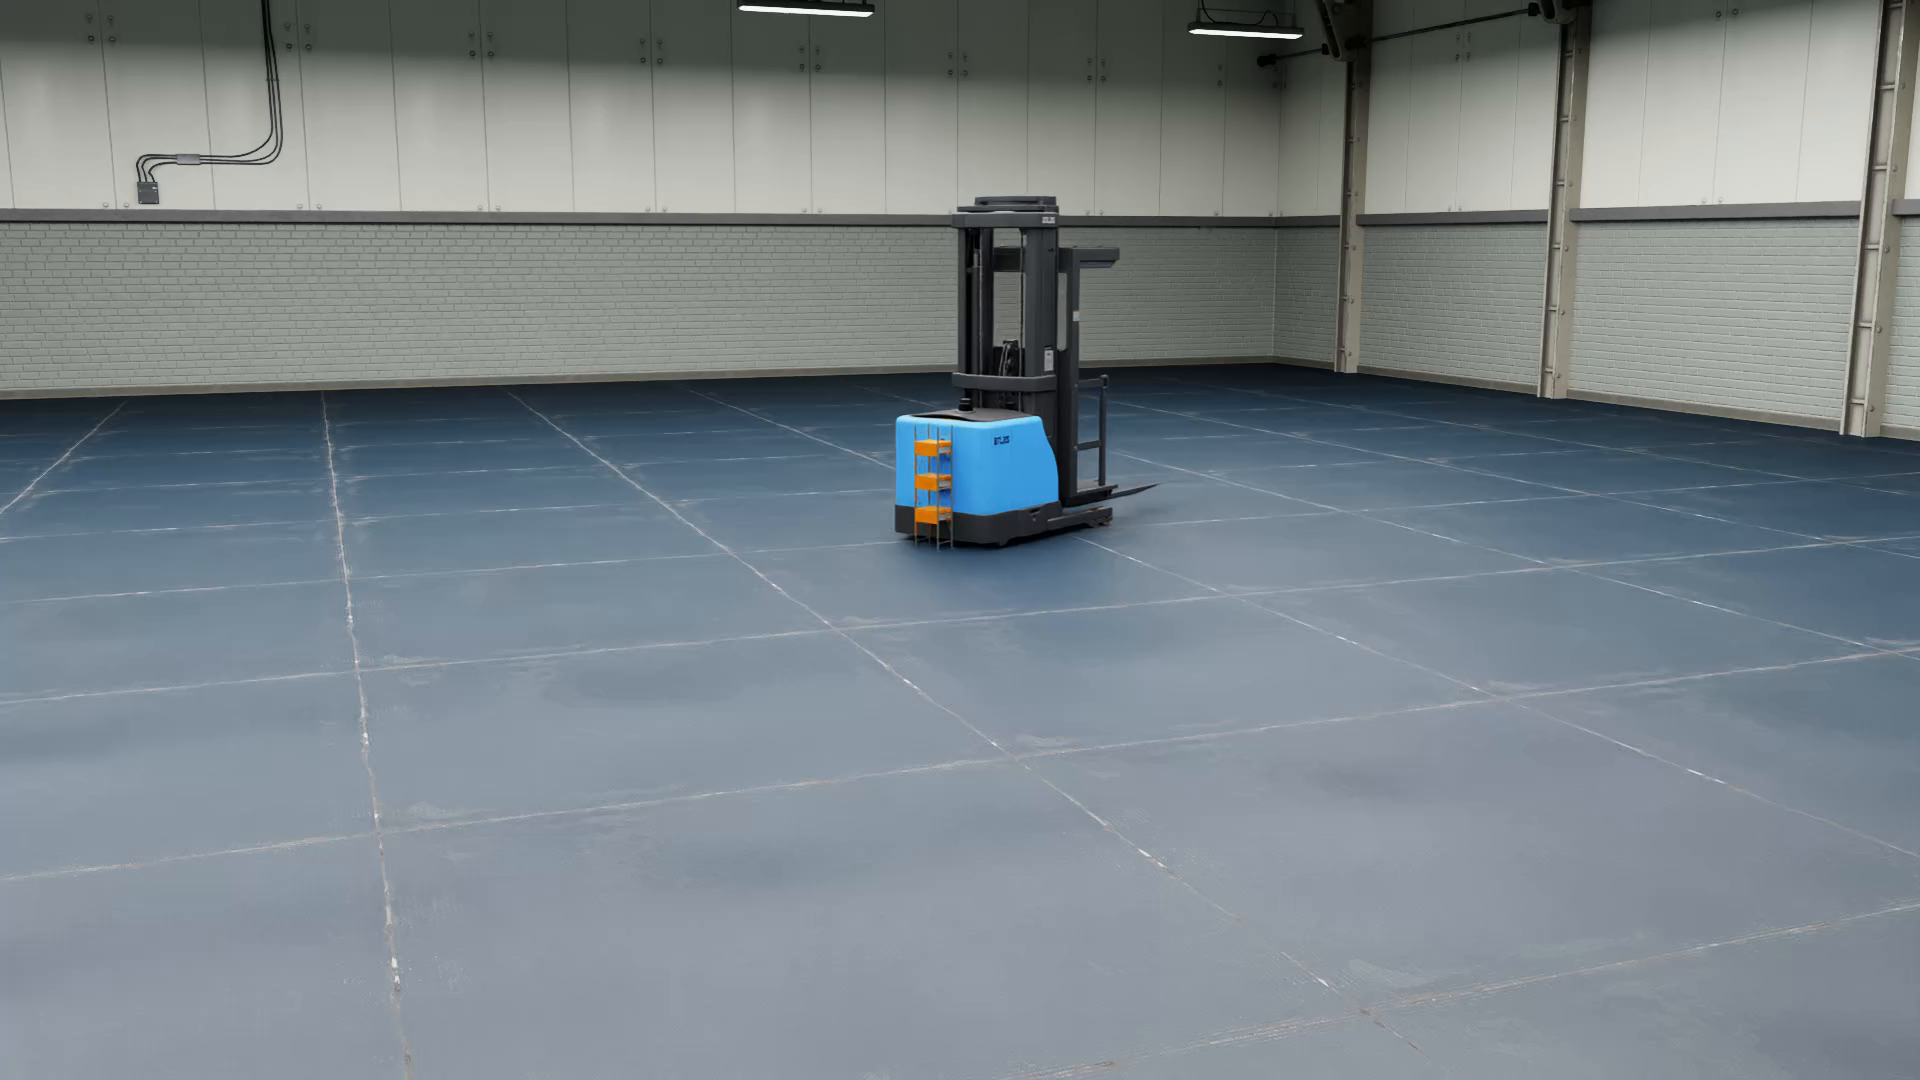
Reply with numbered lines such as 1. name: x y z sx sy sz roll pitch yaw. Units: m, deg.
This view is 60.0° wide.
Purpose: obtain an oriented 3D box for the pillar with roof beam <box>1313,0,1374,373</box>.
1. pillar with roof beam: 3.730 -7.524 31.022 9.100 9.000 0.548 -4 11 -21

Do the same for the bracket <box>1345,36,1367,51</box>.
1. bracket: 7.562 -9.479 31.735 0.235 0.232 0.430 -4 11 -21

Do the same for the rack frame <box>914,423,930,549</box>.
1. rack frame: -0.318 -0.453 13.971 0.008 1.050 0.200 8 13 37

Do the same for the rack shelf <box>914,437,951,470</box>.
1. rack shelf: -0.221 -0.709 13.851 0.240 0.259 0.215 8 13 37

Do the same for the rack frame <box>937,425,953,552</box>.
1. rack frame: -0.124 -0.427 13.826 0.008 1.050 0.200 8 13 37

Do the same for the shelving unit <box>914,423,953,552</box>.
1. shelving unit: -0.221 -0.440 13.898 0.252 1.050 0.215 8 13 37

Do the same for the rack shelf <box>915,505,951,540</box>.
1. rack shelf: -0.221 -0.156 13.949 0.240 0.259 0.215 8 13 37

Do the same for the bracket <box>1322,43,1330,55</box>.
1. bracket: 7.261 -9.614 32.497 0.235 0.232 0.430 -4 11 -21

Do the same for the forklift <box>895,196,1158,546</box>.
1. forklift: 0.739 -1.599 15.038 1.130 2.935 3.031 8 13 38

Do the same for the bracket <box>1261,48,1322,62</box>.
1. bracket: 6.616 -9.905 34.130 0.076 0.066 3.189 -4 11 -21

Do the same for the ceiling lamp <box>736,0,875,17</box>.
1. ceiling lamp: -2.322 -9.259 24.112 2.000 3.185 0.800 -4 11 -21

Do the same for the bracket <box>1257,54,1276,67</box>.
1. bracket: 6.402 -10.001 34.672 0.235 0.232 0.430 -4 11 -21

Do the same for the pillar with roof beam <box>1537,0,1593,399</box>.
1. pillar with roof beam: 5.904 -6.544 25.516 9.100 9.000 0.548 -4 11 -21

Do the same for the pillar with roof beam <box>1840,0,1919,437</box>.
1. pillar with roof beam: 8.078 -5.565 20.010 9.100 9.000 0.400 -4 11 -21

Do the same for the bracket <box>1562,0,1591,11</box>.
1. bracket: 9.736 -8.499 26.229 0.235 0.232 0.430 -4 11 -21

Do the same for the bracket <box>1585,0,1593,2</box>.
1. bracket: 10.670 -8.079 23.865 0.076 0.066 4.783 -4 11 -21

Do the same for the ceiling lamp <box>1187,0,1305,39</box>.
1. ceiling lamp: 4.519 -9.725 26.731 2.000 3.185 0.800 -4 11 -21

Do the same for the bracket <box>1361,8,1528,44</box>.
1. bracket: 8.495 -9.058 29.371 0.076 0.066 4.783 -4 11 -21

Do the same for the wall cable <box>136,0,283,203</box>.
1. wall cable: -12.598 -8.637 27.569 2.305 6.003 0.169 -4 11 -21

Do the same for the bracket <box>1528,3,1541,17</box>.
1. bracket: 9.435 -8.635 26.991 0.235 0.232 0.430 -4 11 -21

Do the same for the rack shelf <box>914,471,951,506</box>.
1. rack shelf: -0.221 -0.430 13.900 0.240 0.259 0.215 8 13 37
